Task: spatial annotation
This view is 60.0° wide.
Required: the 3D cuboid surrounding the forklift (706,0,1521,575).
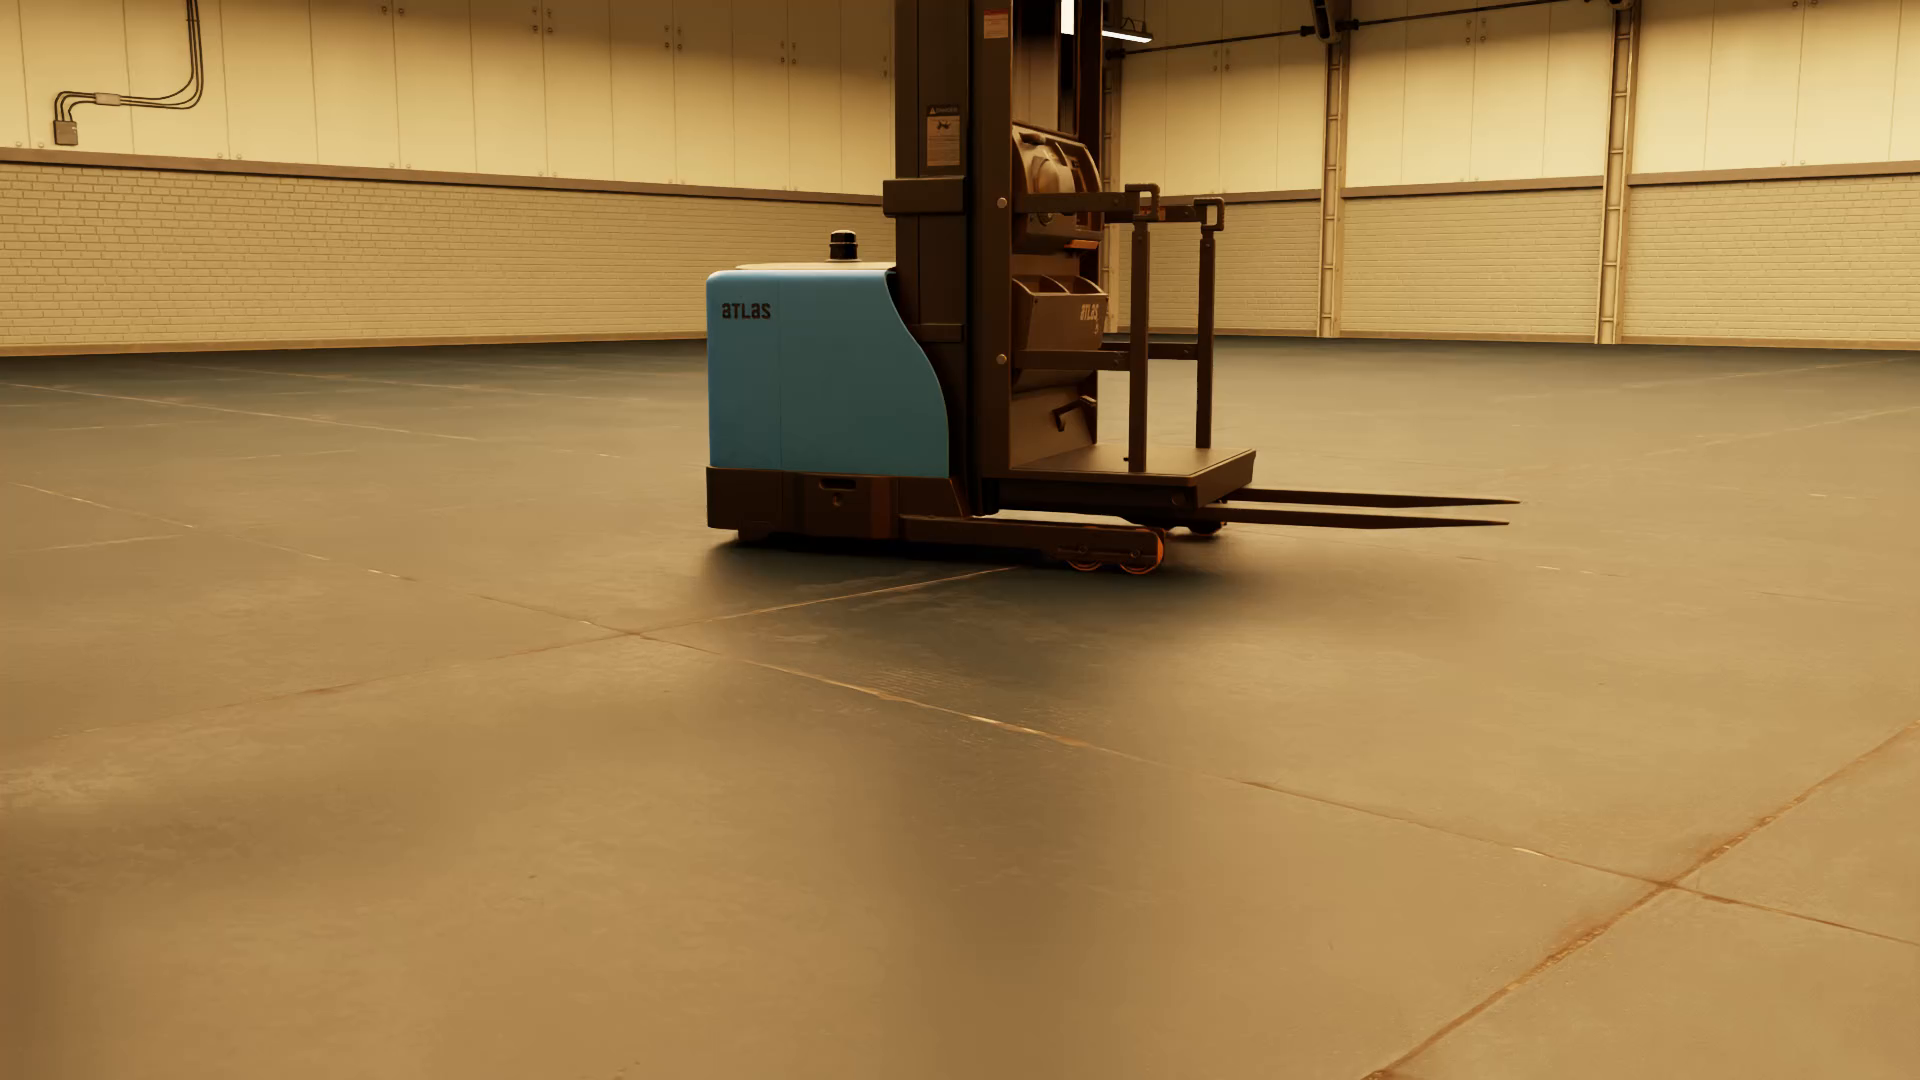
[{"bbox_3d":[0.565,-1.416,6.275,3.031,2.935,1.130,3,9,22],"label":"forklift"}]
